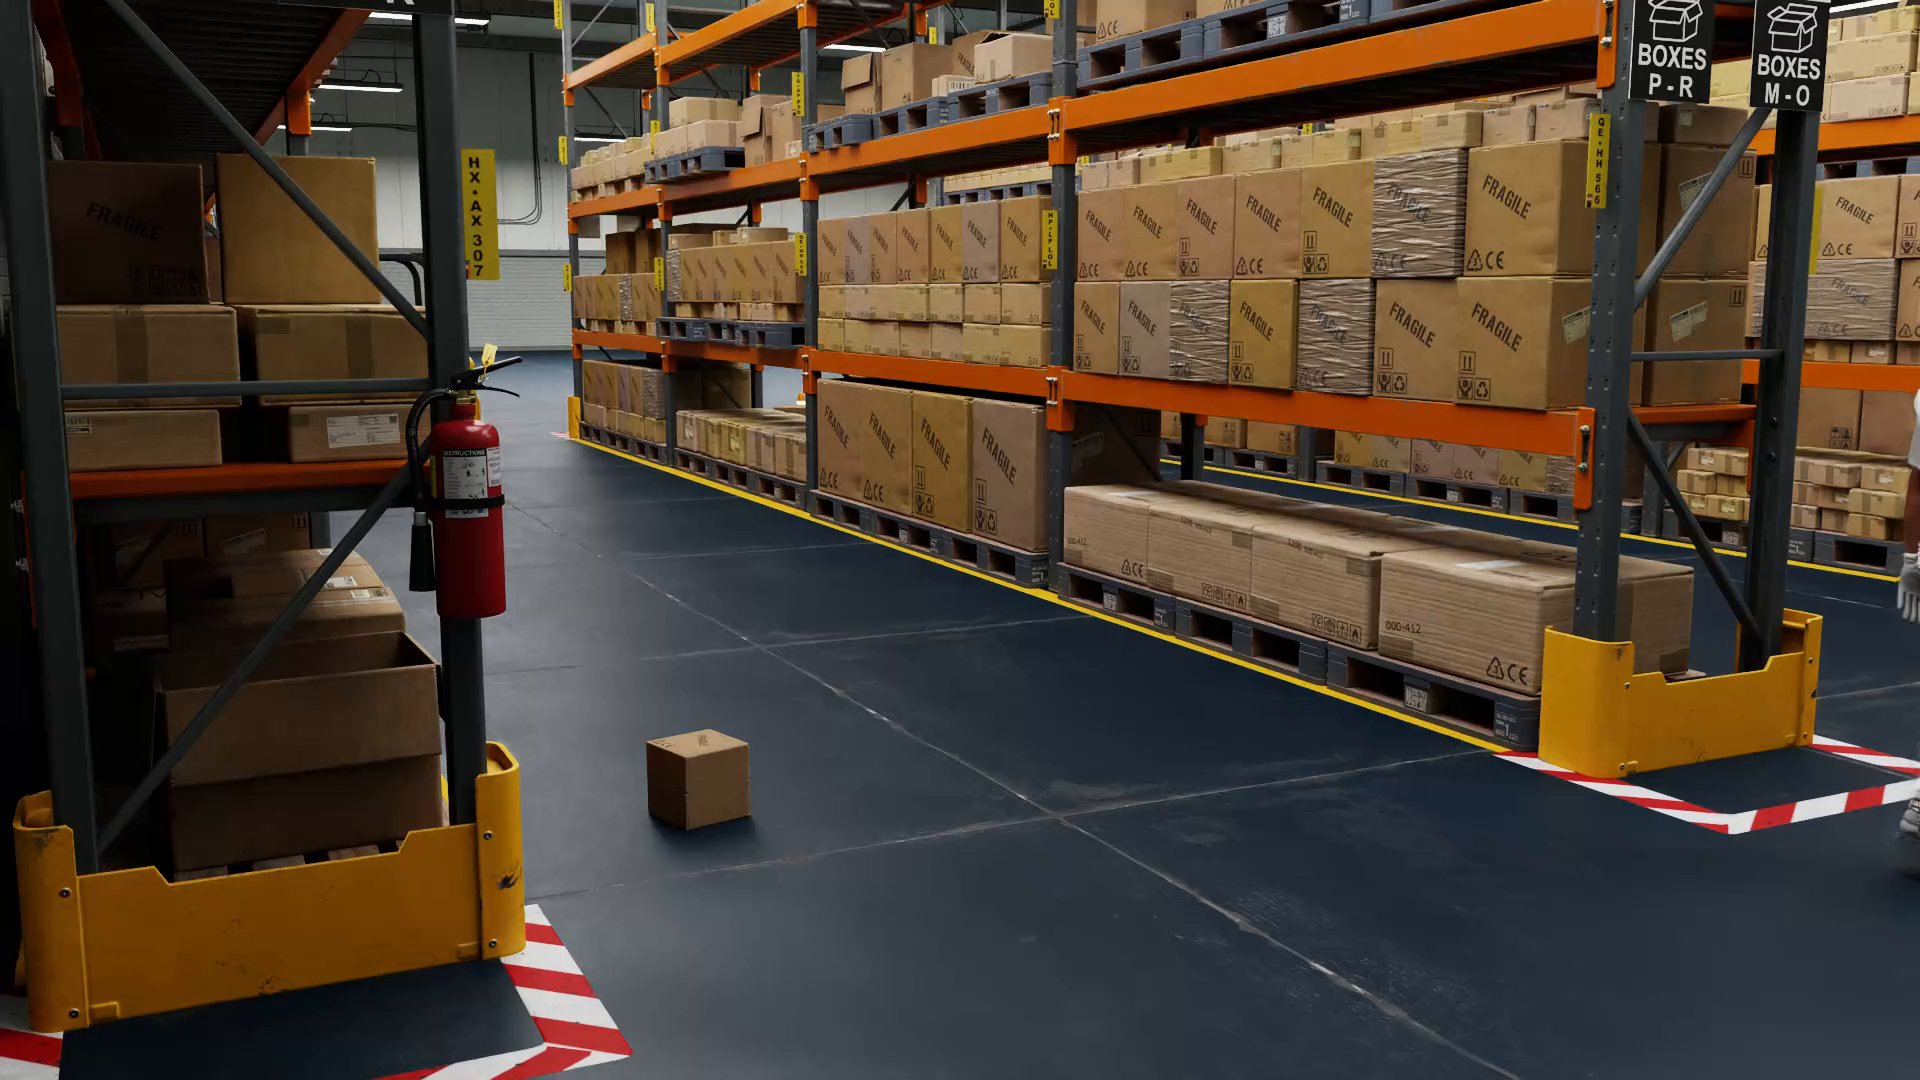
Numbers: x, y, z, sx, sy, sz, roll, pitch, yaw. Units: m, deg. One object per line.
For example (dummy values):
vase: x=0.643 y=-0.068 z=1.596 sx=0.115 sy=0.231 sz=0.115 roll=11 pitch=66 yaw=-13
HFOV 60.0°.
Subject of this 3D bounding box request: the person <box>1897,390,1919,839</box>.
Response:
person: x=3.098 y=0.103 z=5.056 sx=0.568 sy=1.769 sz=0.600 roll=-2 pitch=9 yaw=-14
